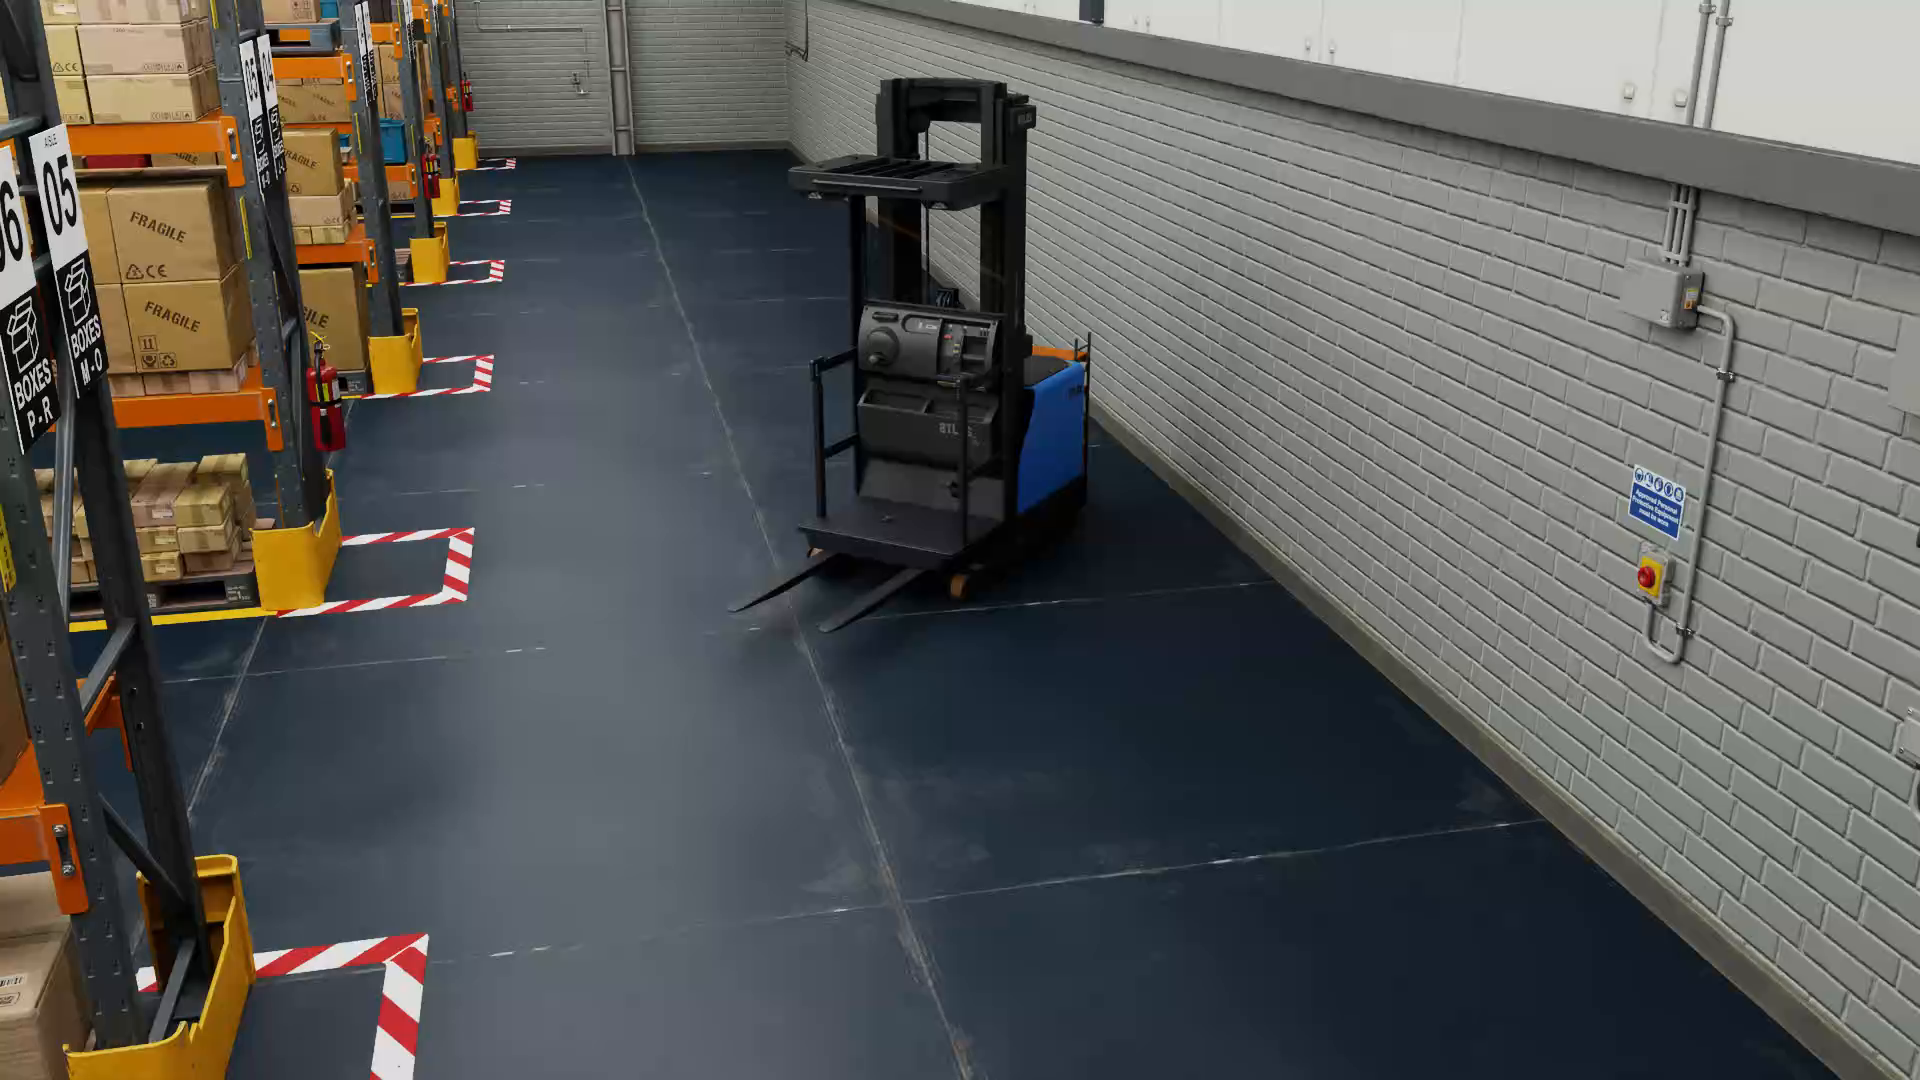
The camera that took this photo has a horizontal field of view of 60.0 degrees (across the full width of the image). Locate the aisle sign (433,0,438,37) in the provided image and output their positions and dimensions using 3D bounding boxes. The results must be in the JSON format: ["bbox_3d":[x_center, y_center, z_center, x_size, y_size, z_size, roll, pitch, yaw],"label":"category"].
[{"bbox_3d":[-7.189,-7.307,22.741,0.004,0.787,0.394,-5,21,-12],"label":"aisle sign"}]

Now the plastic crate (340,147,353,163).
[{"bbox_3d":[-6.942,-4.304,18.619,0.243,0.136,0.396,-5,21,-12],"label":"plastic crate"}]

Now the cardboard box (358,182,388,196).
[{"bbox_3d":[-8.407,-5.111,23.884,0.500,0.250,0.500,-5,21,-12],"label":"cardboard box"}]

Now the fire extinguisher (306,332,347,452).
[{"bbox_3d":[-3.656,-0.853,9.556,0.183,0.674,0.296,-5,21,-12],"label":"fire extinguisher"}]

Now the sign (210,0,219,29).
[{"bbox_3d":[-3.899,-2.836,8.666,0.005,0.325,0.100,-5,21,-12],"label":"sign"}]

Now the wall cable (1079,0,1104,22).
[{"bbox_3d":[1.246,-6.488,10.887,0.120,5.999,2.277,-5,21,-12],"label":"wall cable"}]

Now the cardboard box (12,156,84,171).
[{"bbox_3d":[-7.432,-3.003,13.467,0.500,0.500,0.500,-5,21,-14],"label":"cardboard box"}]

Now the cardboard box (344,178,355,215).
[{"bbox_3d":[-5.579,-2.989,14.518,0.500,0.250,0.500,-5,21,-14],"label":"cardboard box"}]

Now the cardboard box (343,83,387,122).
[{"bbox_3d":[-8.203,-6.061,22.975,0.500,0.500,0.500,-4,21,-12],"label":"cardboard box"}]

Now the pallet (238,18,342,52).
[{"bbox_3d":[-5.770,-4.172,13.730,1.213,0.211,1.003,-5,21,-12],"label":"pallet"}]

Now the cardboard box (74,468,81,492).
[{"bbox_3d":[-5.333,-0.322,10.123,0.250,0.149,0.380,-6,21,-15],"label":"cardboard box"}]

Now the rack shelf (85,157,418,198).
[{"bbox_3d":[-8.136,-4.029,18.618,4.000,0.370,1.077,-5,21,-12],"label":"rack shelf"}]

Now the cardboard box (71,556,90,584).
[{"bbox_3d":[-5.213,0.124,9.768,0.250,0.149,0.380,-4,21,-12],"label":"cardboard box"}]

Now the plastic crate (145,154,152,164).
[{"bbox_3d":[-9.055,-4.286,18.586,0.590,0.125,0.437,-5,21,-12],"label":"plastic crate"}]

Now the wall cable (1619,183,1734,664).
[{"bbox_3d":[2.712,-0.496,6.404,0.123,1.953,0.585,-5,21,-12],"label":"wall cable"}]

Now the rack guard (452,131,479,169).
[{"bbox_3d":[-8.446,-6.669,28.414,0.348,0.500,1.175,-5,21,-12],"label":"rack guard"}]

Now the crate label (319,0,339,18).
[{"bbox_3d":[-7.162,-5.899,18.532,0.502,0.251,0.408,-5,21,-12],"label":"crate label"}]

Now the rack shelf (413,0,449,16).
[{"bbox_3d":[-10.416,-8.753,27.155,4.000,0.370,1.077,-5,21,-12],"label":"rack shelf"}]

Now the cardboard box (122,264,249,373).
[{"bbox_3d":[-4.385,-1.264,9.445,0.500,0.500,0.500,-4,21,-11],"label":"cardboard box"}]

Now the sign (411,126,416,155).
[{"bbox_3d":[-6.047,-4.419,18.399,0.005,0.325,0.100,-5,21,-12],"label":"sign"}]

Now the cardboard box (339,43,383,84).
[{"bbox_3d":[-8.187,-6.532,22.807,0.500,0.500,0.500,-4,21,-11],"label":"cardboard box"}]

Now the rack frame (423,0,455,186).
[{"bbox_3d":[-7.326,-6.183,23.453,0.127,3.000,1.000,-5,21,-12],"label":"rack frame"}]

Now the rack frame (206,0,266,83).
[{"bbox_3d":[-4.007,-4.016,8.814,0.127,3.000,1.000,-5,21,-12],"label":"rack frame"}]

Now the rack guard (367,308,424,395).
[{"bbox_3d":[-5.027,-1.695,14.835,0.348,0.500,1.175,-5,21,-12],"label":"rack guard"}]

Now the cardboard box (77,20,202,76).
[{"bbox_3d":[-4.397,-2.650,8.938,0.500,0.250,0.500,-5,21,-14],"label":"cardboard box"}]

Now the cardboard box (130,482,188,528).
[{"bbox_3d":[-4.722,-0.209,9.814,0.250,0.149,0.380,-4,21,-11],"label":"cardboard box"}]

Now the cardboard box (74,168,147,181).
[{"bbox_3d":[-4.995,-1.866,9.636,0.500,0.500,0.500,-4,21,-11],"label":"cardboard box"}]

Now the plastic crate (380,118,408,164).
[{"bbox_3d":[-6.473,-4.481,18.667,0.499,0.435,0.616,-5,21,-12],"label":"plastic crate"}]

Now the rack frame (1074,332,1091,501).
[{"bbox_3d":[0.828,-0.814,11.413,0.015,1.200,0.240,10,23,26],"label":"rack frame"}]

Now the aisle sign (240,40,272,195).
[{"bbox_3d":[-3.867,-2.325,9.140,0.004,0.787,0.394,-5,21,-12],"label":"aisle sign"}]

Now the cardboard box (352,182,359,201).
[{"bbox_3d":[-8.730,-4.908,23.330,0.500,0.250,0.500,-5,21,-12],"label":"cardboard box"}]

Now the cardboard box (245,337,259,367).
[{"bbox_3d":[-4.398,-1.165,10.119,0.250,0.149,0.380,-5,21,-13],"label":"cardboard box"}]

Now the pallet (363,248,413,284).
[{"bbox_3d":[-7.001,-3.163,19.263,1.213,0.211,1.003,-5,21,-12],"label":"pallet"}]

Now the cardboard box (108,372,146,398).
[{"bbox_3d":[-4.751,-0.928,9.473,0.250,0.149,0.380,-5,21,-13],"label":"cardboard box"}]

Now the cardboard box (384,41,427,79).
[{"bbox_3d":[-7.818,-6.753,23.409,0.500,0.500,0.500,-4,20,-11],"label":"cardboard box"}]

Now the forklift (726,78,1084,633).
[{"bbox_3d":[-0.296,-1.185,9.909,1.130,2.935,3.031,10,23,26],"label":"forklift"}]

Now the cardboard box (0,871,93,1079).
[{"bbox_3d":[-3.389,1.542,5.479,0.875,0.438,0.875,-5,21,-14],"label":"cardboard box"}]

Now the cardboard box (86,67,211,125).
[{"bbox_3d":[-4.389,-2.412,9.016,0.500,0.250,0.500,-5,21,-14],"label":"cardboard box"}]

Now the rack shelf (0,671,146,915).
[{"bbox_3d":[-4.716,0.946,5.036,4.000,0.370,1.077,-5,21,-12],"label":"rack shelf"}]

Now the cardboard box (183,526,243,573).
[{"bbox_3d":[-4.471,0.054,9.960,0.250,0.149,0.380,-4,21,-12],"label":"cardboard box"}]

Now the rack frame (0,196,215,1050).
[{"bbox_3d":[-2.770,0.450,5.344,0.127,3.000,1.000,-5,21,-12],"label":"rack frame"}]

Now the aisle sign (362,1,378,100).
[{"bbox_3d":[-5.049,-4.194,14.243,0.004,0.787,0.394,-5,21,-12],"label":"aisle sign"}]

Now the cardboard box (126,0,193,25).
[{"bbox_3d":[-4.263,-2.834,8.861,0.250,0.149,0.380,-5,21,-13],"label":"cardboard box"}]

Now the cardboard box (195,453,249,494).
[{"bbox_3d":[-4.595,-0.409,10.359,0.250,0.149,0.380,-6,21,-15],"label":"cardboard box"}]

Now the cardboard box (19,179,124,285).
[{"bbox_3d":[-4.888,-1.695,9.170,0.500,0.500,0.500,-5,21,-14],"label":"cardboard box"}]

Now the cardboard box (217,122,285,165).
[{"bbox_3d":[-6.066,-3.301,14.281,0.500,0.500,0.500,-5,21,-14],"label":"cardboard box"}]

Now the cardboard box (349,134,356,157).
[{"bbox_3d":[-10.104,-6.696,27.877,0.500,0.500,0.700,-5,21,-14],"label":"cardboard box"}]

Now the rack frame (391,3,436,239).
[{"bbox_3d":[-6.190,-4.525,18.926,0.127,3.000,1.000,-5,21,-12],"label":"rack frame"}]

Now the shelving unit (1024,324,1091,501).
[{"bbox_3d":[0.613,-0.854,11.521,0.503,1.200,0.258,10,23,26],"label":"shelving unit"}]

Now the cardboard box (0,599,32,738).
[{"bbox_3d":[-3.303,0.345,5.486,0.500,0.500,0.500,-5,21,-13],"label":"cardboard box"}]

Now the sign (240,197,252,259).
[{"bbox_3d":[-3.899,-1.703,9.081,0.005,0.325,0.100,-5,21,-12],"label":"sign"}]

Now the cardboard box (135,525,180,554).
[{"bbox_3d":[-4.722,-0.057,9.831,0.250,0.149,0.380,-5,21,-14],"label":"cardboard box"}]

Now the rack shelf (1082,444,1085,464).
[{"bbox_3d":[0.613,-0.604,11.613,0.480,0.148,0.258,10,23,26],"label":"rack shelf"}]

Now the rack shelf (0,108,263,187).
[{"bbox_3d":[-5.953,-2.111,9.022,4.000,0.370,1.077,-5,21,-12],"label":"rack shelf"}]

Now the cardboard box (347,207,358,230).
[{"bbox_3d":[-5.471,-2.831,14.668,0.250,0.149,0.380,-4,21,-12],"label":"cardboard box"}]
